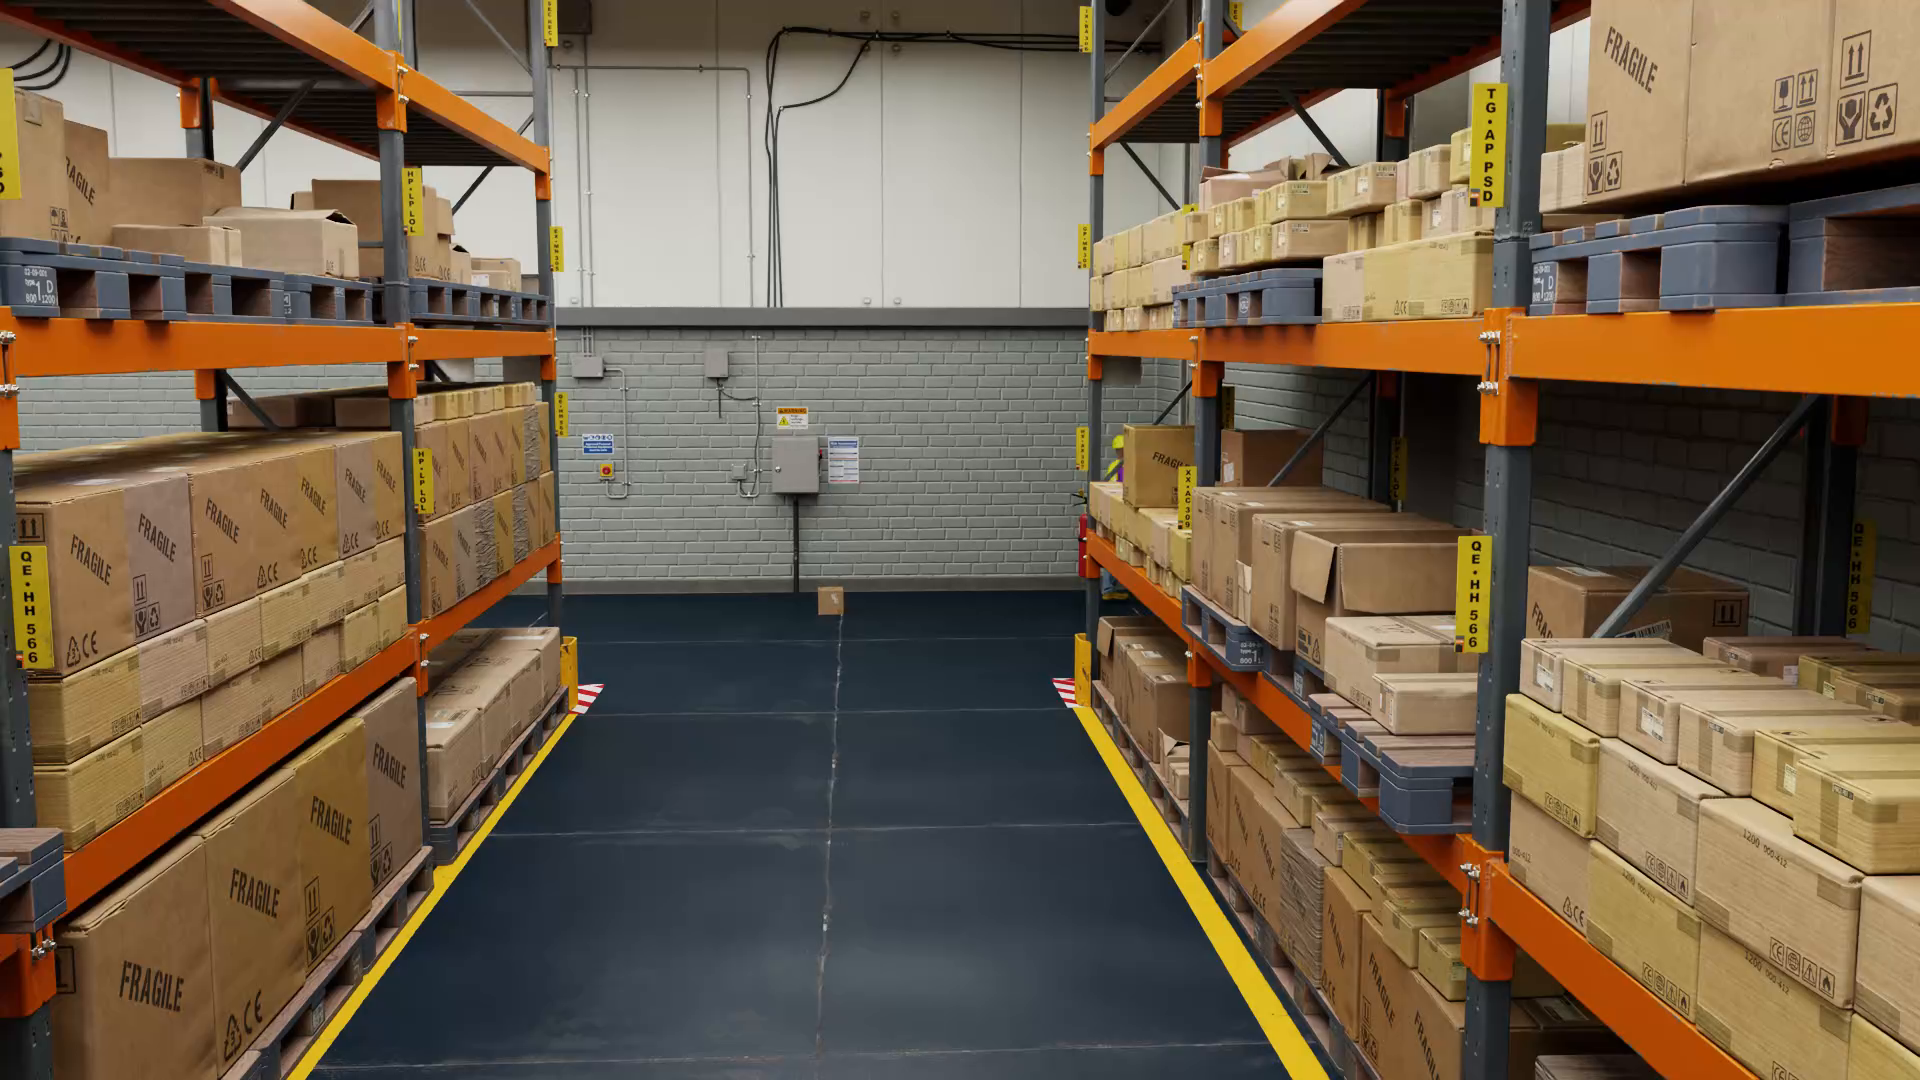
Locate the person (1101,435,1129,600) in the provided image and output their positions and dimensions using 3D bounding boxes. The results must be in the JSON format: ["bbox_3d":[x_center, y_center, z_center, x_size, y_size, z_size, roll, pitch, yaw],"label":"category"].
[{"bbox_3d":[1.855,-0.221,17.417,0.756,1.772,0.578,-2,7,-15],"label":"person"}]
